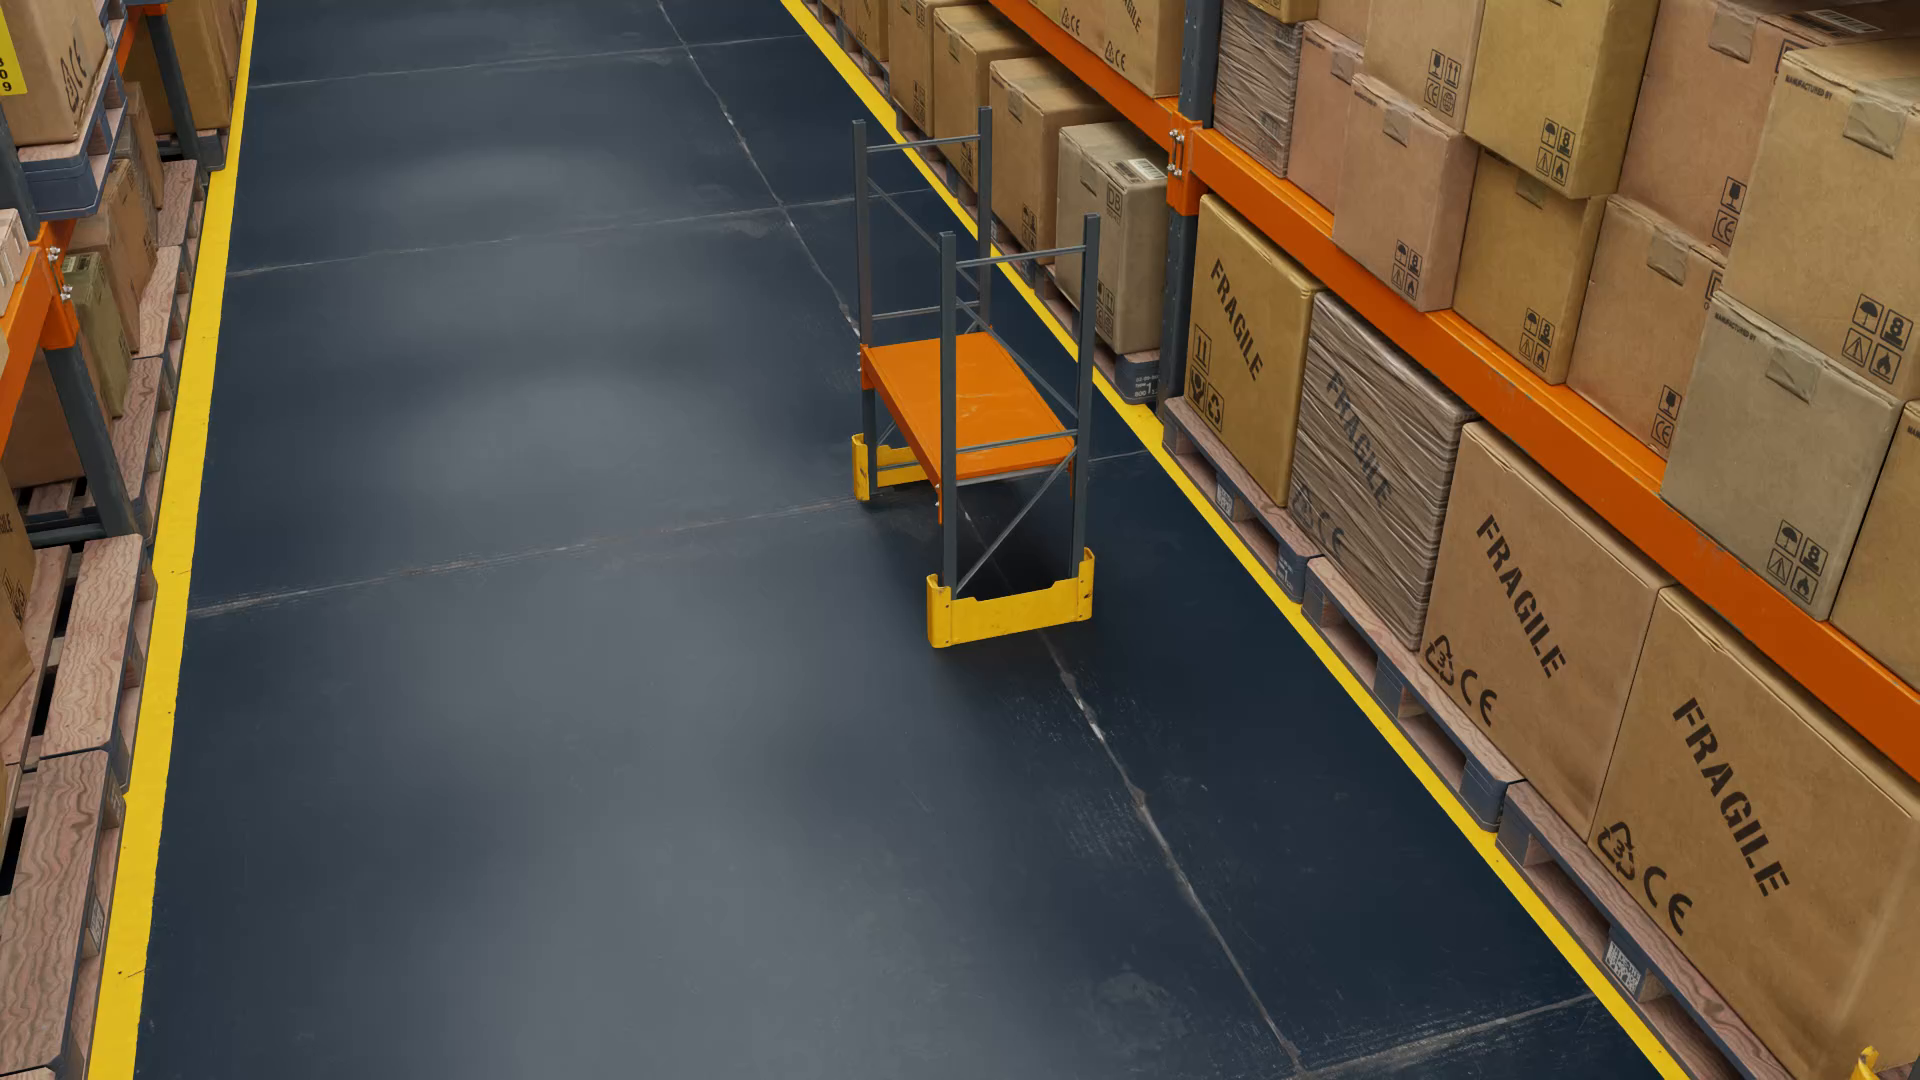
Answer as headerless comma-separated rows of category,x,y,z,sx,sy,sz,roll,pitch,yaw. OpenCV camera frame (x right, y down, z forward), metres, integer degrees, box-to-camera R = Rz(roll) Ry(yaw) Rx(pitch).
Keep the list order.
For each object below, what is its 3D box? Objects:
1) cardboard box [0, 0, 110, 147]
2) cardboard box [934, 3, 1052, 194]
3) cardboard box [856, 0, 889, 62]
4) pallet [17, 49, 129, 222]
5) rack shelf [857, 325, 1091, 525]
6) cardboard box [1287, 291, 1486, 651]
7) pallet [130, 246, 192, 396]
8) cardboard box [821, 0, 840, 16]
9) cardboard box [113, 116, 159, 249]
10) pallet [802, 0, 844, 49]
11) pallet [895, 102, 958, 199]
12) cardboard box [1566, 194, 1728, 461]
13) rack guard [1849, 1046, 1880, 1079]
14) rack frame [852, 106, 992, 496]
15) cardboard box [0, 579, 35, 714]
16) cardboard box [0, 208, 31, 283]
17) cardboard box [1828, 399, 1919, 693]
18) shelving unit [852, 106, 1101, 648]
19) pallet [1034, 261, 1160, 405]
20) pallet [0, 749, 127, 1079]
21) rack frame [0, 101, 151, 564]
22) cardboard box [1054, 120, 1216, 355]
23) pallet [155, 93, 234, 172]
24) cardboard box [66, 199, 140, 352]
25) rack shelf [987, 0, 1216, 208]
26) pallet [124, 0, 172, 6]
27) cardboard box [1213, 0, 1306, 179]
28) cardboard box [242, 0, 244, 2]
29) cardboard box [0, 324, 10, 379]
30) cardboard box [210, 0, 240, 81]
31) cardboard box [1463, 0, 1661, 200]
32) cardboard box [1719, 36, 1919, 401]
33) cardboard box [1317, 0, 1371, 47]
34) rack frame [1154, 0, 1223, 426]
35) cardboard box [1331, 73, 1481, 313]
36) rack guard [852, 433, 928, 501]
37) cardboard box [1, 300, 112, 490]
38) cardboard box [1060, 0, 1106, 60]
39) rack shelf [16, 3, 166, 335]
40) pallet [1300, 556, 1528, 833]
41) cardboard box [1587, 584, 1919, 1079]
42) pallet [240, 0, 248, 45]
cardboard box,-3.544,-1.915,5.502,1.000,1.000,1.000,-10,35,-14
cardboard box,0.470,-2.373,8.780,1.050,0.750,0.750,-9,35,-14
cardboard box,-0.350,-3.364,10.506,0.500,0.500,0.500,-10,35,-15
pallet,-3.529,-1.394,5.813,1.003,0.211,1.213,-10,35,-15
rack shelf,0.026,-0.431,5.868,0.538,0.185,1.000,-10,35,-15
cardboard box,1.724,-0.304,5.535,0.875,0.875,0.875,-10,35,-14
pallet,-4.049,-0.935,7.474,1.003,0.211,1.213,-10,35,-15
cardboard box,-0.682,-3.912,11.335,0.500,0.500,0.500,-12,35,-17
cardboard box,-4.250,-1.652,7.897,0.700,0.500,0.500,-13,36,-19
pallet,-0.506,-3.816,11.834,1.003,0.211,1.213,-10,35,-15
pallet,0.268,-2.340,9.599,1.003,0.211,1.213,-10,35,-15
cardboard box,2.144,-0.579,4.270,0.875,0.550,0.550,-10,35,-15
rack guard,2.547,1.326,3.790,1.175,0.500,0.348,-10,35,-15
rack frame,-0.129,-0.848,6.173,0.500,1.500,0.032,-10,35,-15
cardboard box,-3.169,0.335,4.908,0.500,0.500,0.500,0,33,1
cardboard box,-3.089,-0.880,5.089,0.380,0.149,0.250,-10,35,-15
cardboard box,2.384,0.021,3.362,0.875,0.550,0.550,-10,35,-15
shelving unit,0.023,-0.586,5.776,0.587,1.500,1.083,-10,35,-15
pallet,1.013,-1.059,7.661,1.003,0.211,1.213,-10,35,-15
pallet,-2.820,1.103,4.389,1.003,0.211,1.213,-10,35,-15
rack frame,-3.435,-1.049,5.116,1.000,3.000,0.127,-10,35,-15
cardboard box,1.045,-1.377,7.273,1.050,0.750,0.750,-10,35,-15
pallet,-4.823,-2.412,9.708,1.003,0.211,1.213,-10,35,-15
cardboard box,-3.900,-1.062,7.005,0.700,0.500,0.500,-13,36,-19
rack shelf,0.710,-2.579,8.085,1.077,0.370,4.000,-10,35,-15
pallet,-4.336,-2.712,7.808,1.213,0.211,1.003,-10,35,-15
cardboard box,1.444,-1.700,5.966,0.875,0.550,0.550,-10,35,-15
cardboard box,-5.661,-4.205,11.439,1.225,0.875,0.875,-10,35,-15
cardboard box,-2.820,-0.494,4.504,0.380,0.149,0.250,-10,35,-15
cardboard box,-5.110,-3.273,10.028,1.225,0.875,0.875,-10,35,-15
cardboard box,1.881,-1.290,4.366,0.875,0.550,0.500,-10,35,-15
cardboard box,2.208,-0.717,3.499,0.875,0.550,0.550,-10,35,-15
cardboard box,1.678,-1.874,5.250,0.875,0.550,0.550,-10,35,-15
rack frame,1.320,-1.830,6.298,1.000,3.000,0.127,-10,35,-15
cardboard box,1.686,-1.112,5.076,0.875,0.550,0.550,-10,35,-15
rack guard,-0.129,-0.326,6.516,0.587,0.250,0.087,-10,35,-15
cardboard box,-3.601,-0.515,6.177,0.700,0.500,0.500,-13,36,-18
cardboard box,0.752,-2.366,7.018,0.500,0.500,0.500,-10,35,-15
rack shelf,-4.045,-1.798,6.903,1.077,0.370,4.000,-10,35,-15
pallet,1.853,0.388,5.472,1.003,0.211,1.213,-10,35,-15
cardboard box,2.270,0.637,4.112,0.875,0.875,0.875,-10,35,-14
pallet,-5.568,-3.693,11.647,1.003,0.211,1.213,-10,35,-15
